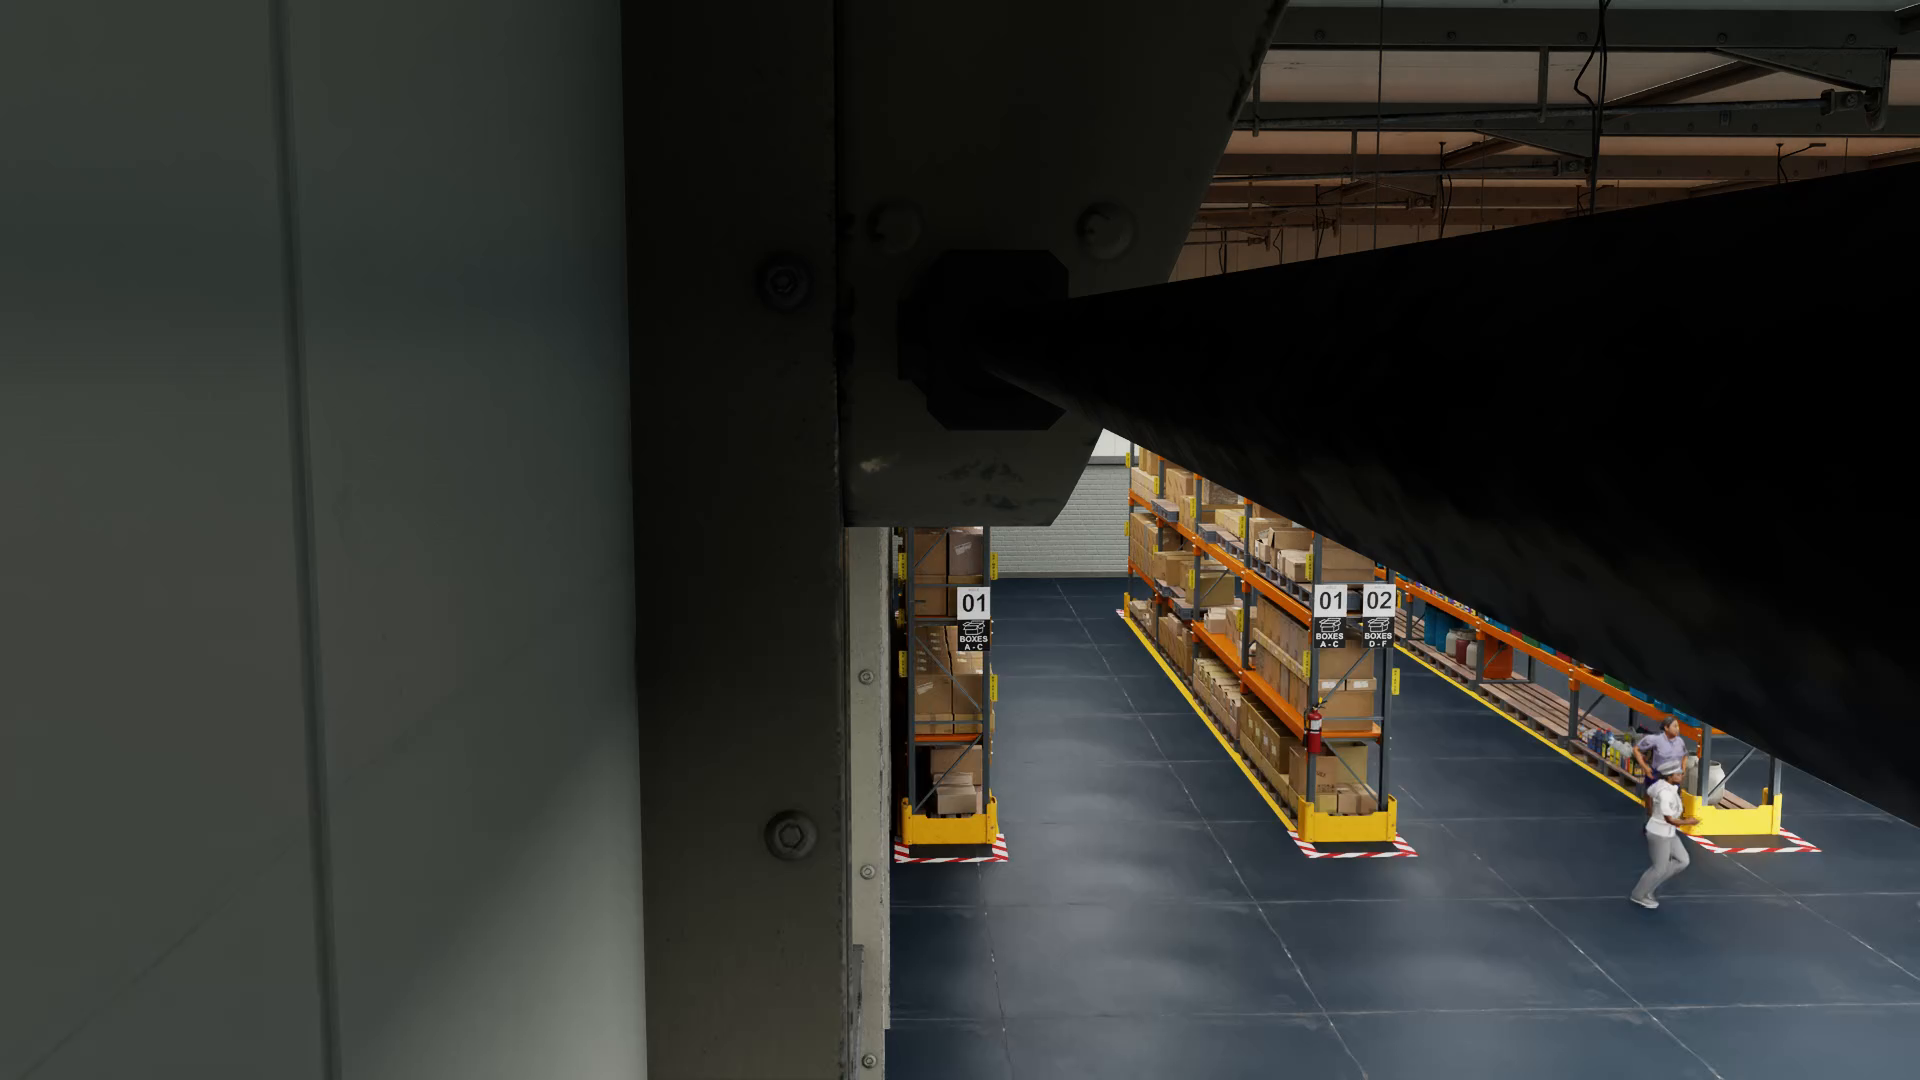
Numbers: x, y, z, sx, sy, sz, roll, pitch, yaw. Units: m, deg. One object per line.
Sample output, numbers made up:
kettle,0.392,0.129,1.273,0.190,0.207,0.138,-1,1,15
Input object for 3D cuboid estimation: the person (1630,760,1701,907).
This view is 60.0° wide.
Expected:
person,7.701,3.191,18.100,0.647,1.663,0.545,4,8,27

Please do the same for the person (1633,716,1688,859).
person,8.531,2.965,20.163,0.609,1.675,0.737,-2,8,-16
